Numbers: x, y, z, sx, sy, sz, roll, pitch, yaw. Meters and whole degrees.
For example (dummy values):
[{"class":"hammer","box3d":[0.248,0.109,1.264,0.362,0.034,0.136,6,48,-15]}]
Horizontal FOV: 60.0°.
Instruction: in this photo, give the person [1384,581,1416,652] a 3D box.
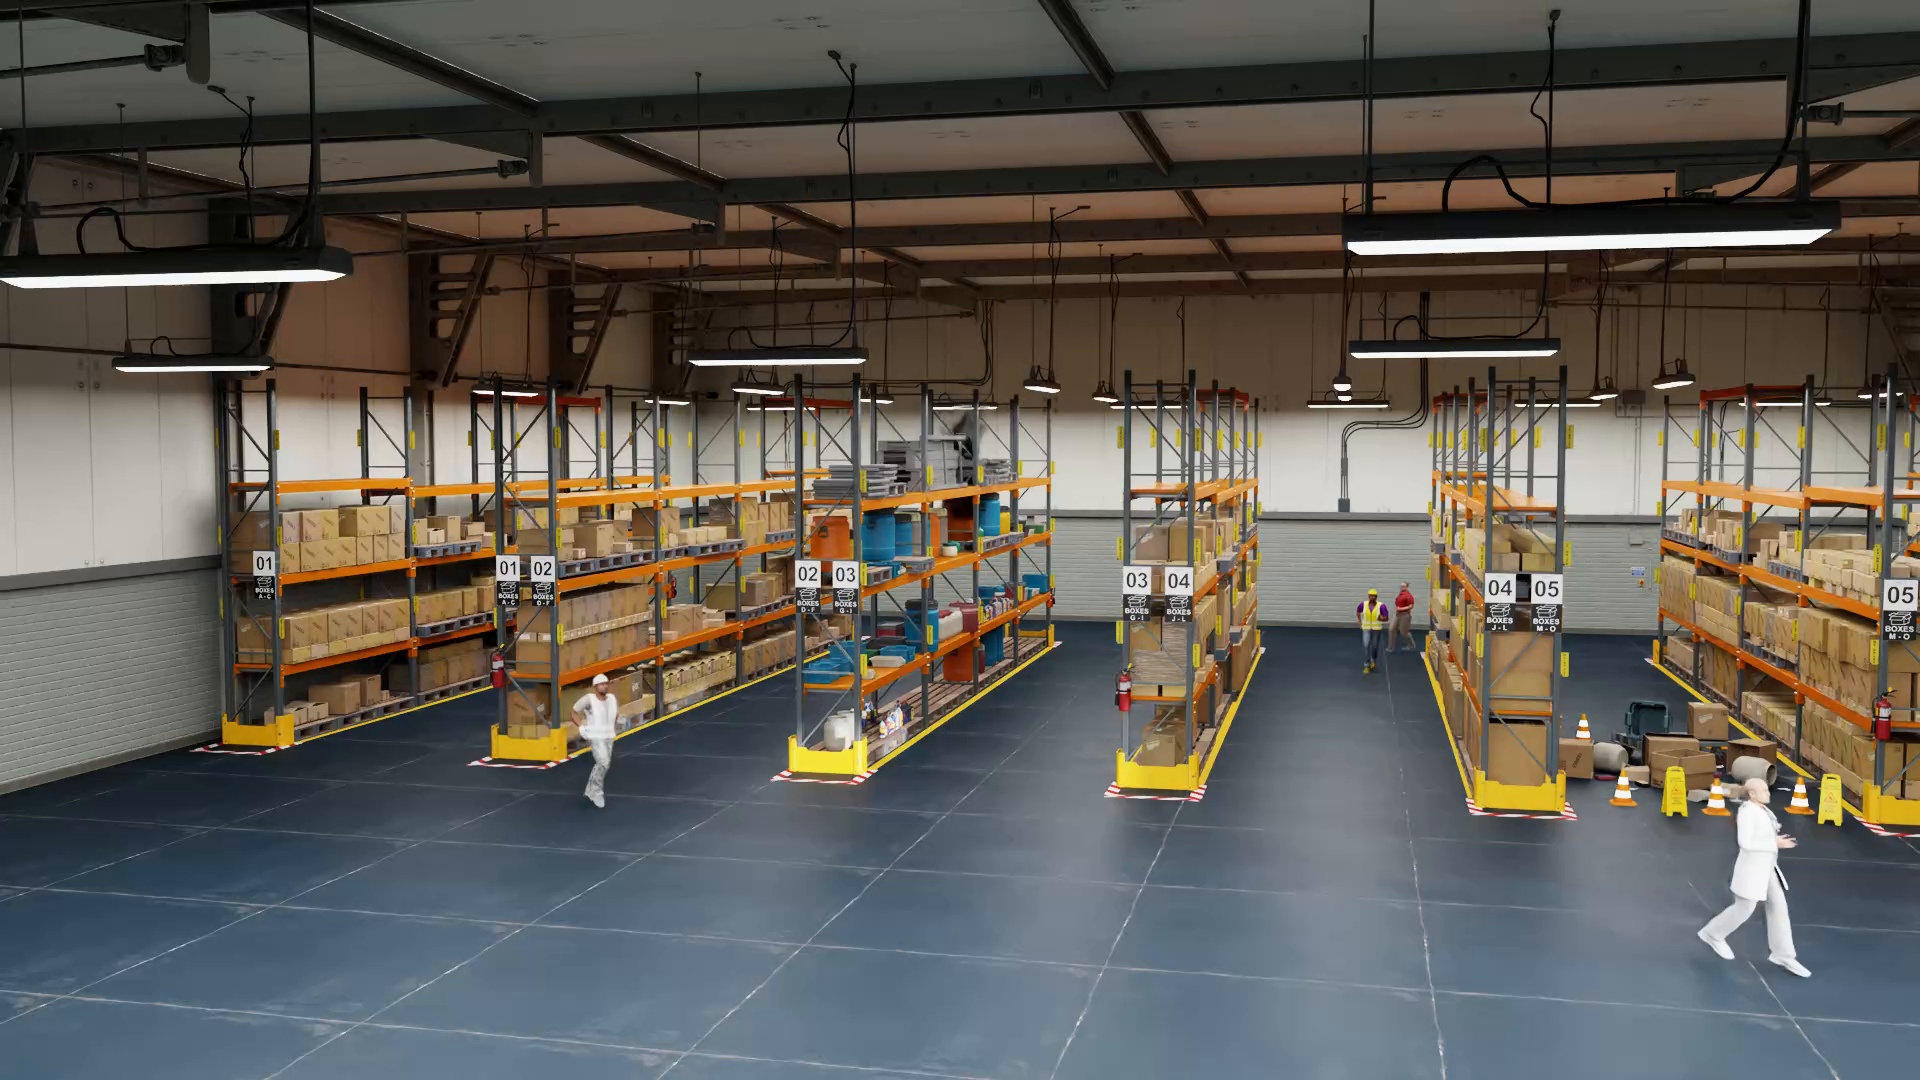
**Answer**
[{"class":"person","box3d":[10.481,1.848,39.153,0.780,1.763,0.726,-1,4,-18]}]

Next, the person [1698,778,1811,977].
[{"class":"person","box3d":[7.509,3.146,15.714,0.701,1.808,0.986,-3,5,-42]}]

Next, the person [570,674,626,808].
[{"class":"person","box3d":[-4.918,2.752,22.822,0.746,1.822,0.654,3,4,38]}]

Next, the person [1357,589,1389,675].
[{"class":"person","box3d":[8.887,1.960,35.846,0.686,1.811,0.899,1,4,15]}]
